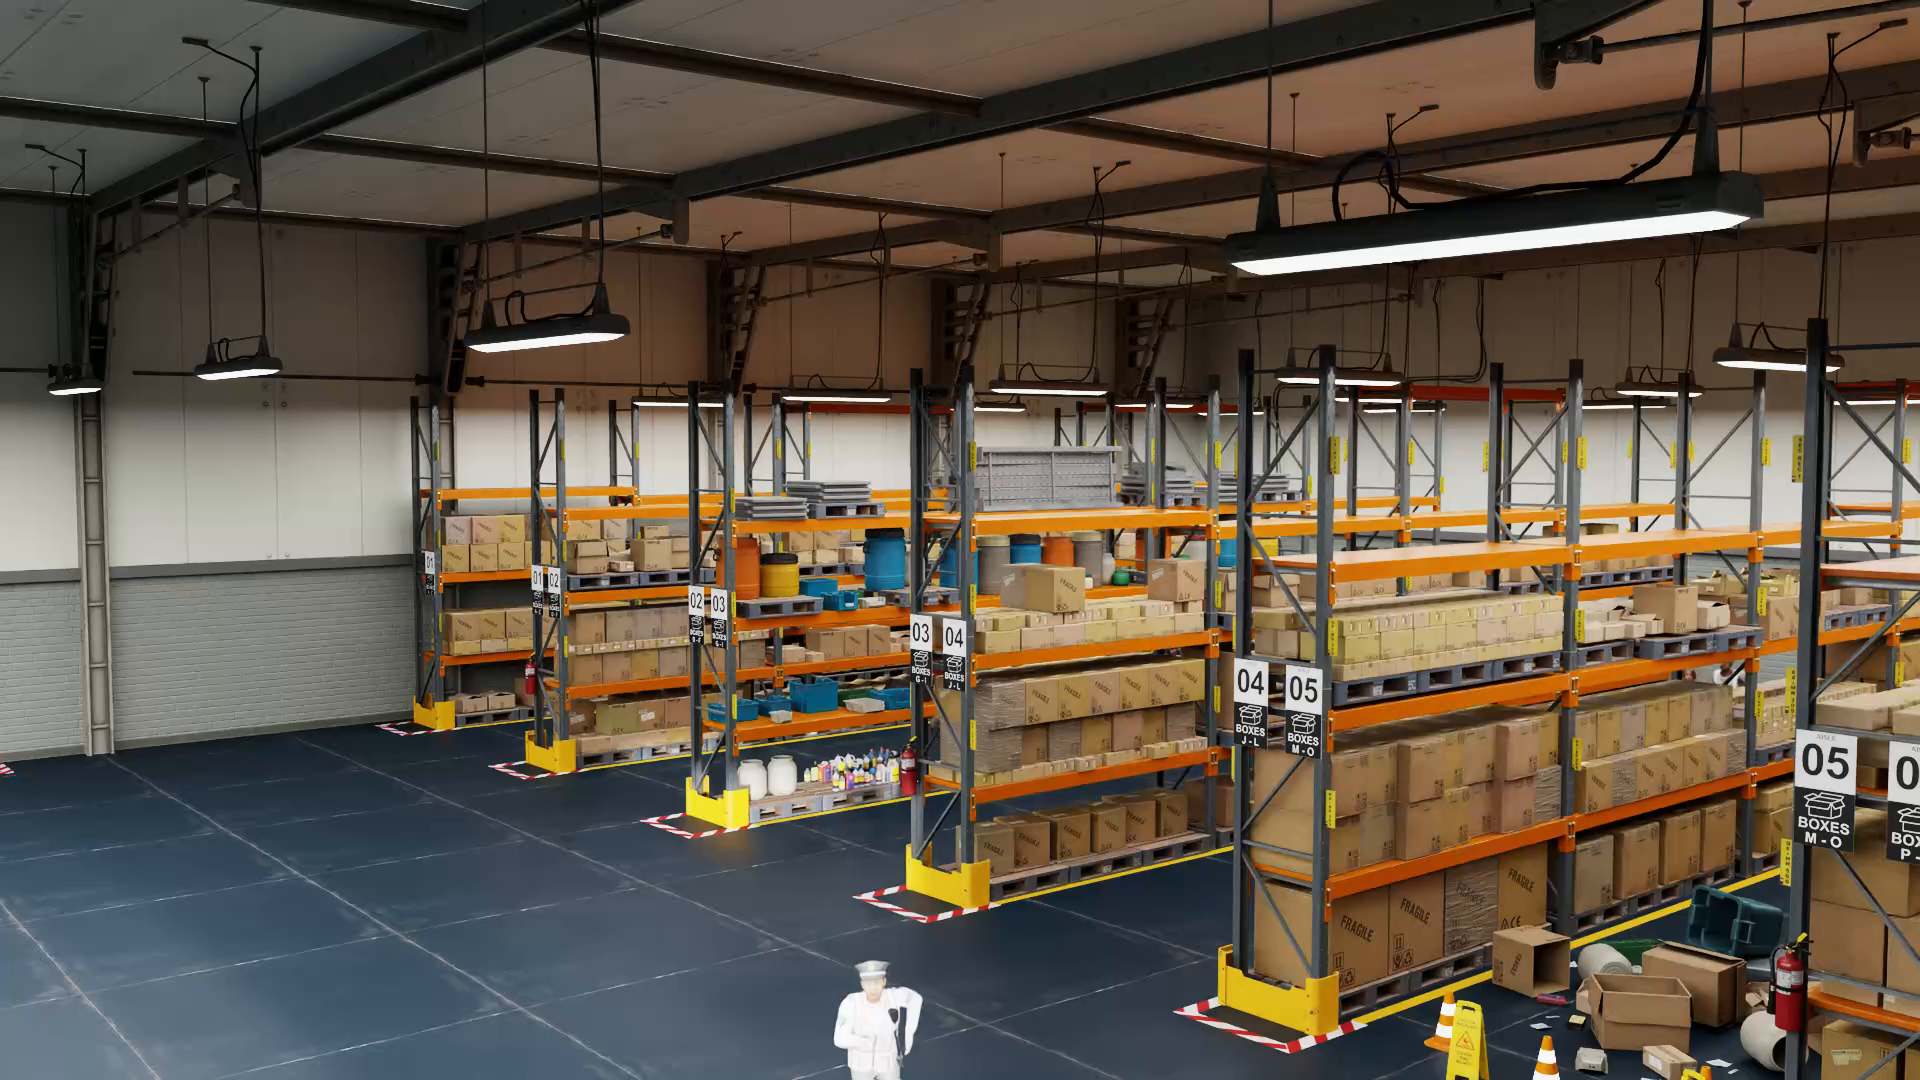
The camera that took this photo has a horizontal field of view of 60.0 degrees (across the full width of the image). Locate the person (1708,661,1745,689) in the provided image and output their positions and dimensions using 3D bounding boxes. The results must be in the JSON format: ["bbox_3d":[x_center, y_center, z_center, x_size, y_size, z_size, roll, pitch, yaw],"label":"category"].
[{"bbox_3d":[12.504,2.705,27.031,0.582,1.728,0.696,-3,4,-40],"label":"person"}]

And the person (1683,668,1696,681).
[{"bbox_3d":[11.483,2.830,26.244,0.507,1.649,0.710,3,4,41],"label":"person"}]

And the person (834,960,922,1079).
[{"bbox_3d":[-0.564,3.643,11.472,0.584,1.627,0.785,0,3,2],"label":"person"}]

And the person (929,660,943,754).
[{"bbox_3d":[-0.362,2.683,27.050,0.664,1.706,0.653,-3,4,-39],"label":"person"}]
